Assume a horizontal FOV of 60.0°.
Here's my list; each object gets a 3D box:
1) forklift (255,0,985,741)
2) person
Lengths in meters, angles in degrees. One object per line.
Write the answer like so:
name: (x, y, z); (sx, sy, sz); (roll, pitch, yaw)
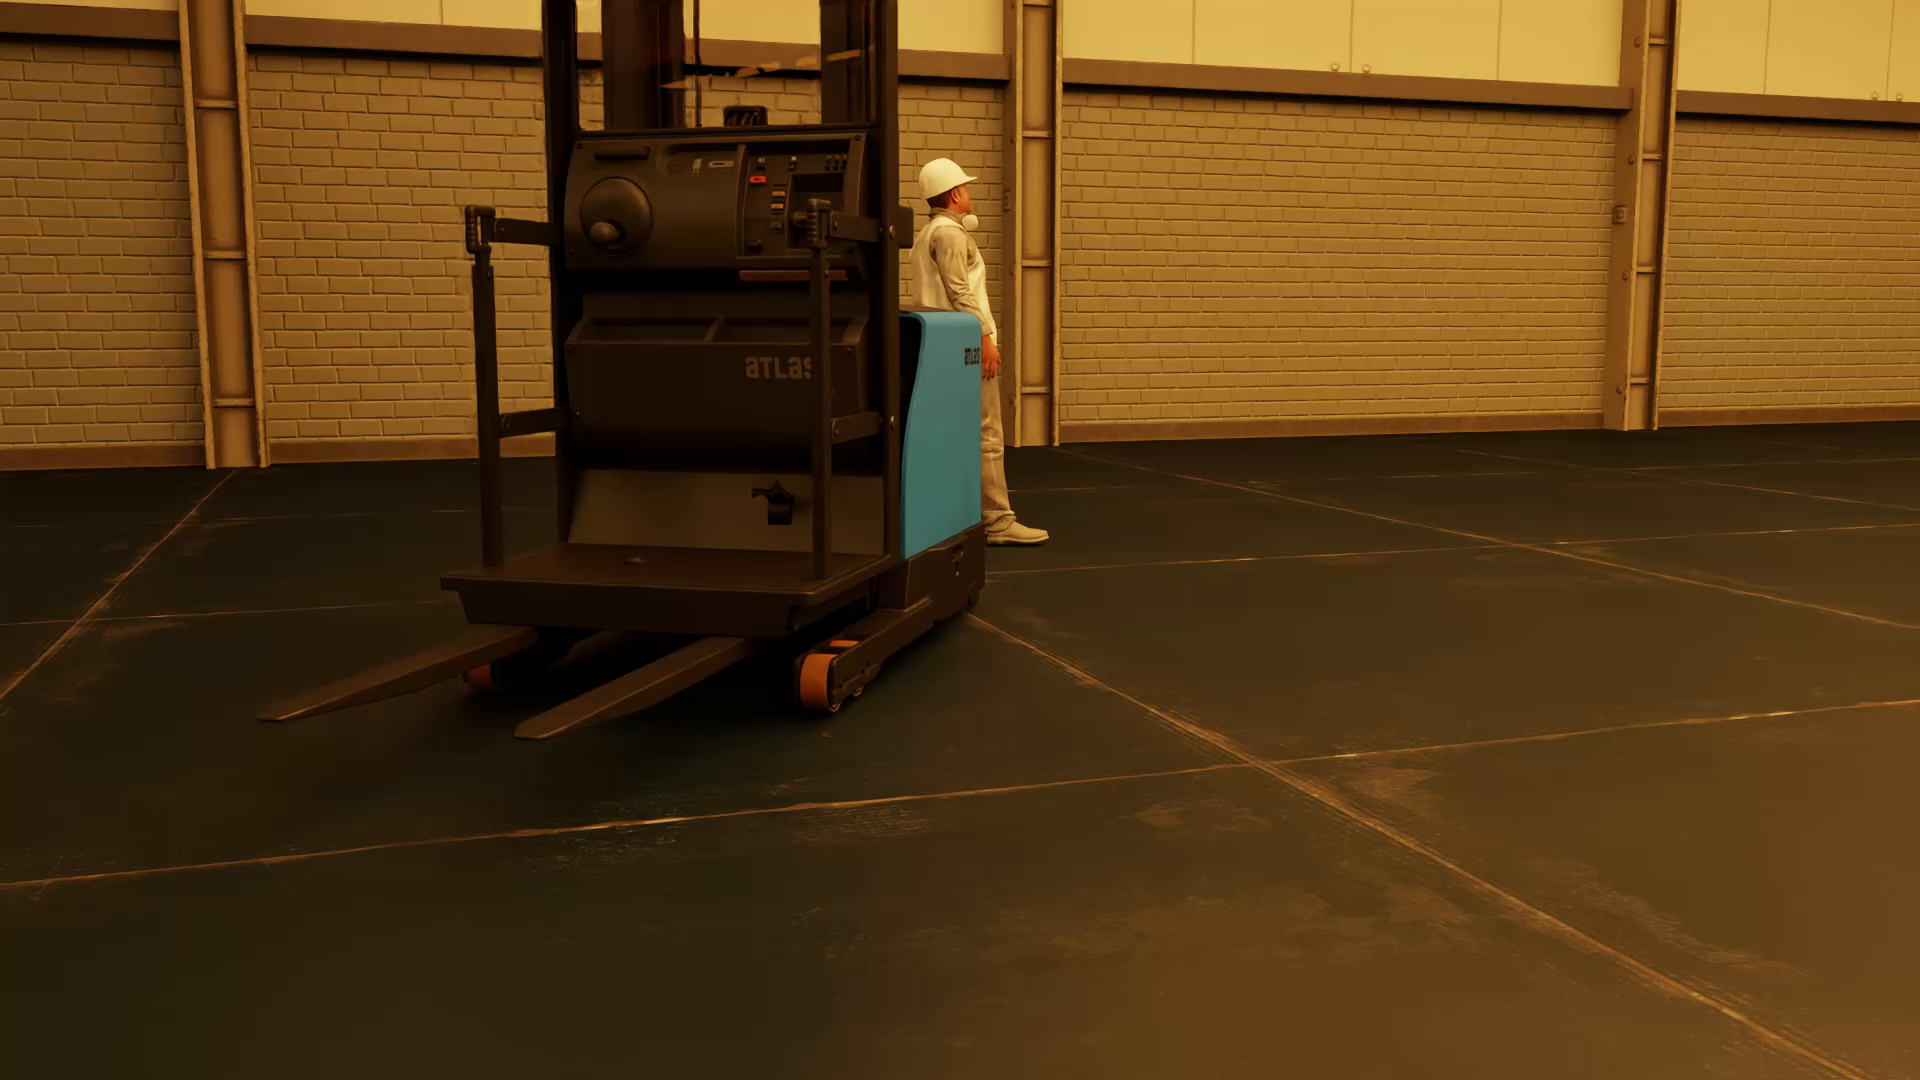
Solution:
forklift: (-0.780, -1.042, 4.705); (1.130, 2.935, 3.031); (2, 8, 15)
person: (0.061, -0.888, 7.815); (0.568, 1.773, 0.632); (-3, 8, -18)
